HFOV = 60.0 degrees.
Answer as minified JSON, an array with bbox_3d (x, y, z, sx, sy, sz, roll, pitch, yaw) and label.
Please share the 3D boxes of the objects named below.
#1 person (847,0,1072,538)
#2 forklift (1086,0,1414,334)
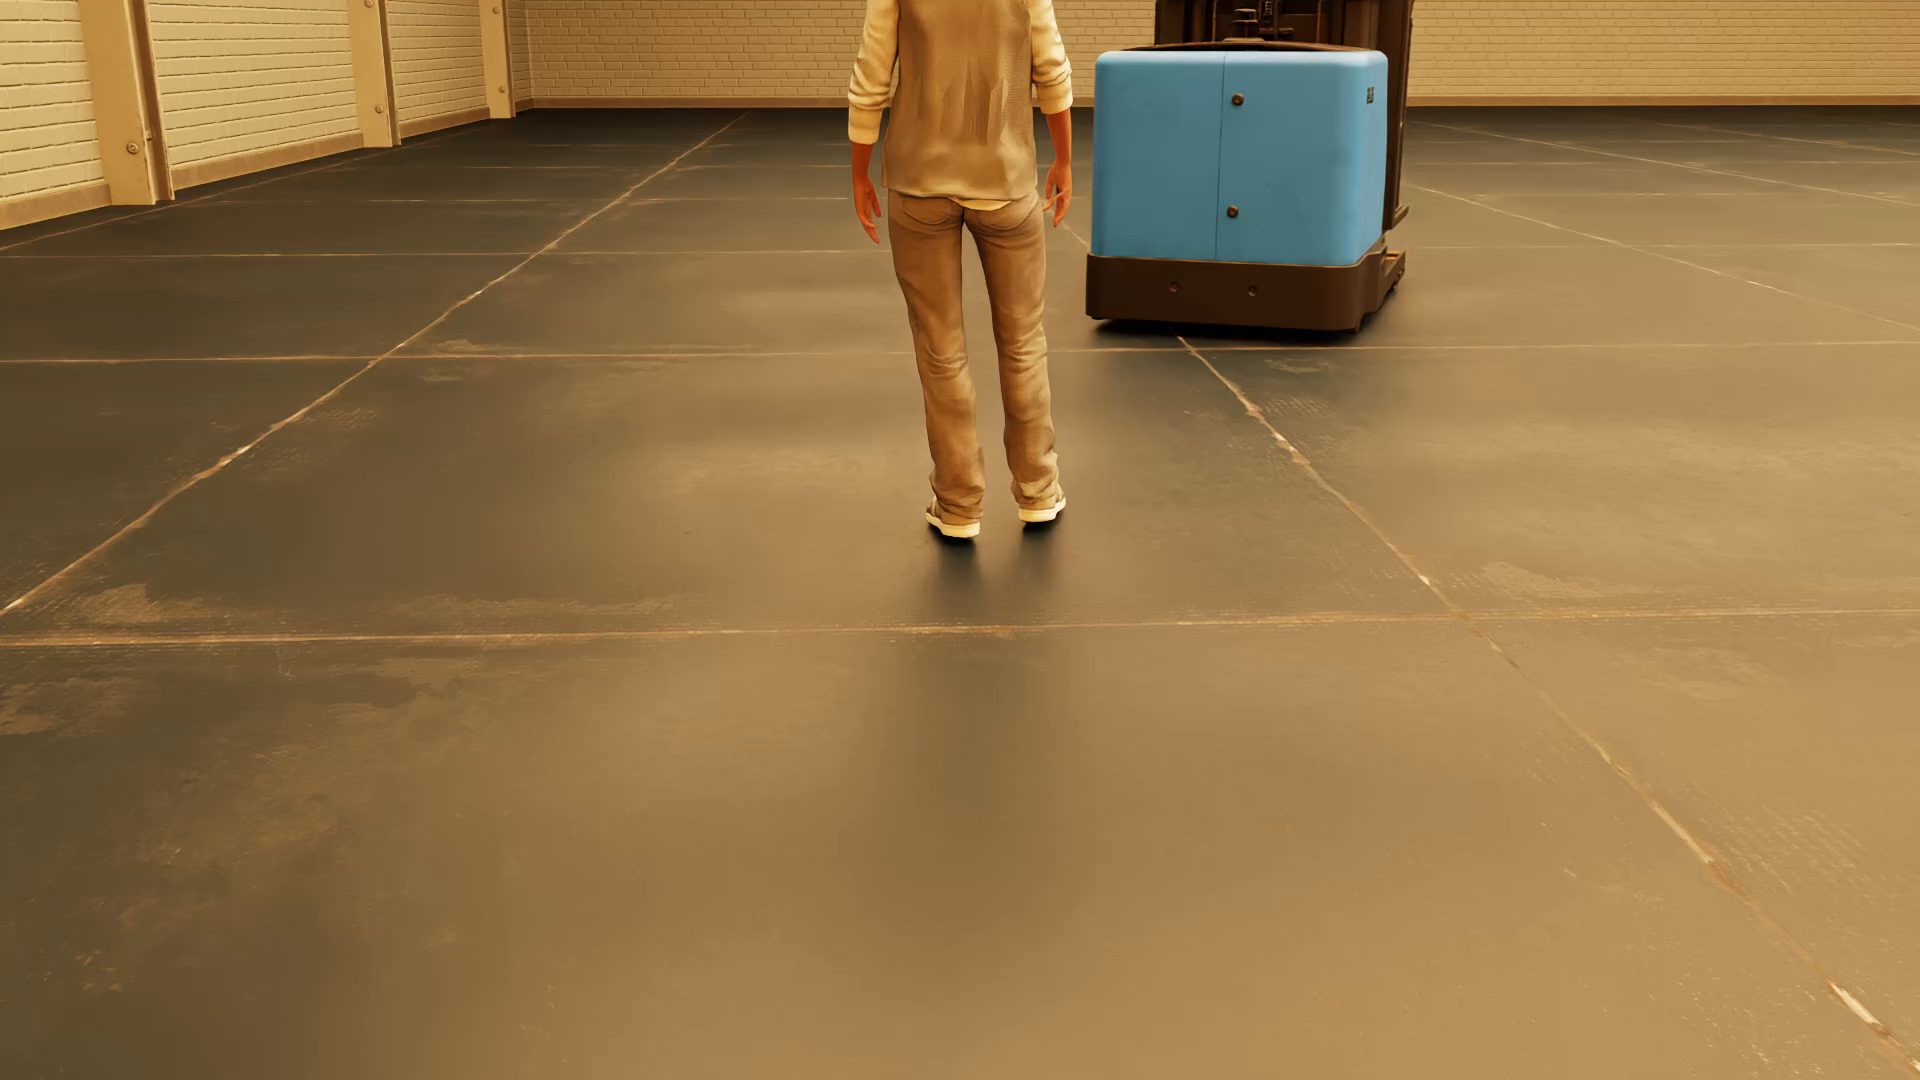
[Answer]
[{"bbox_3d":[0.010,-0.793,3.754,0.520,1.599,0.473,-1,17,-3],"label":"person"},{"bbox_3d":[1.468,-2.578,7.334,1.130,2.935,3.031,6,18,18],"label":"forklift"}]
